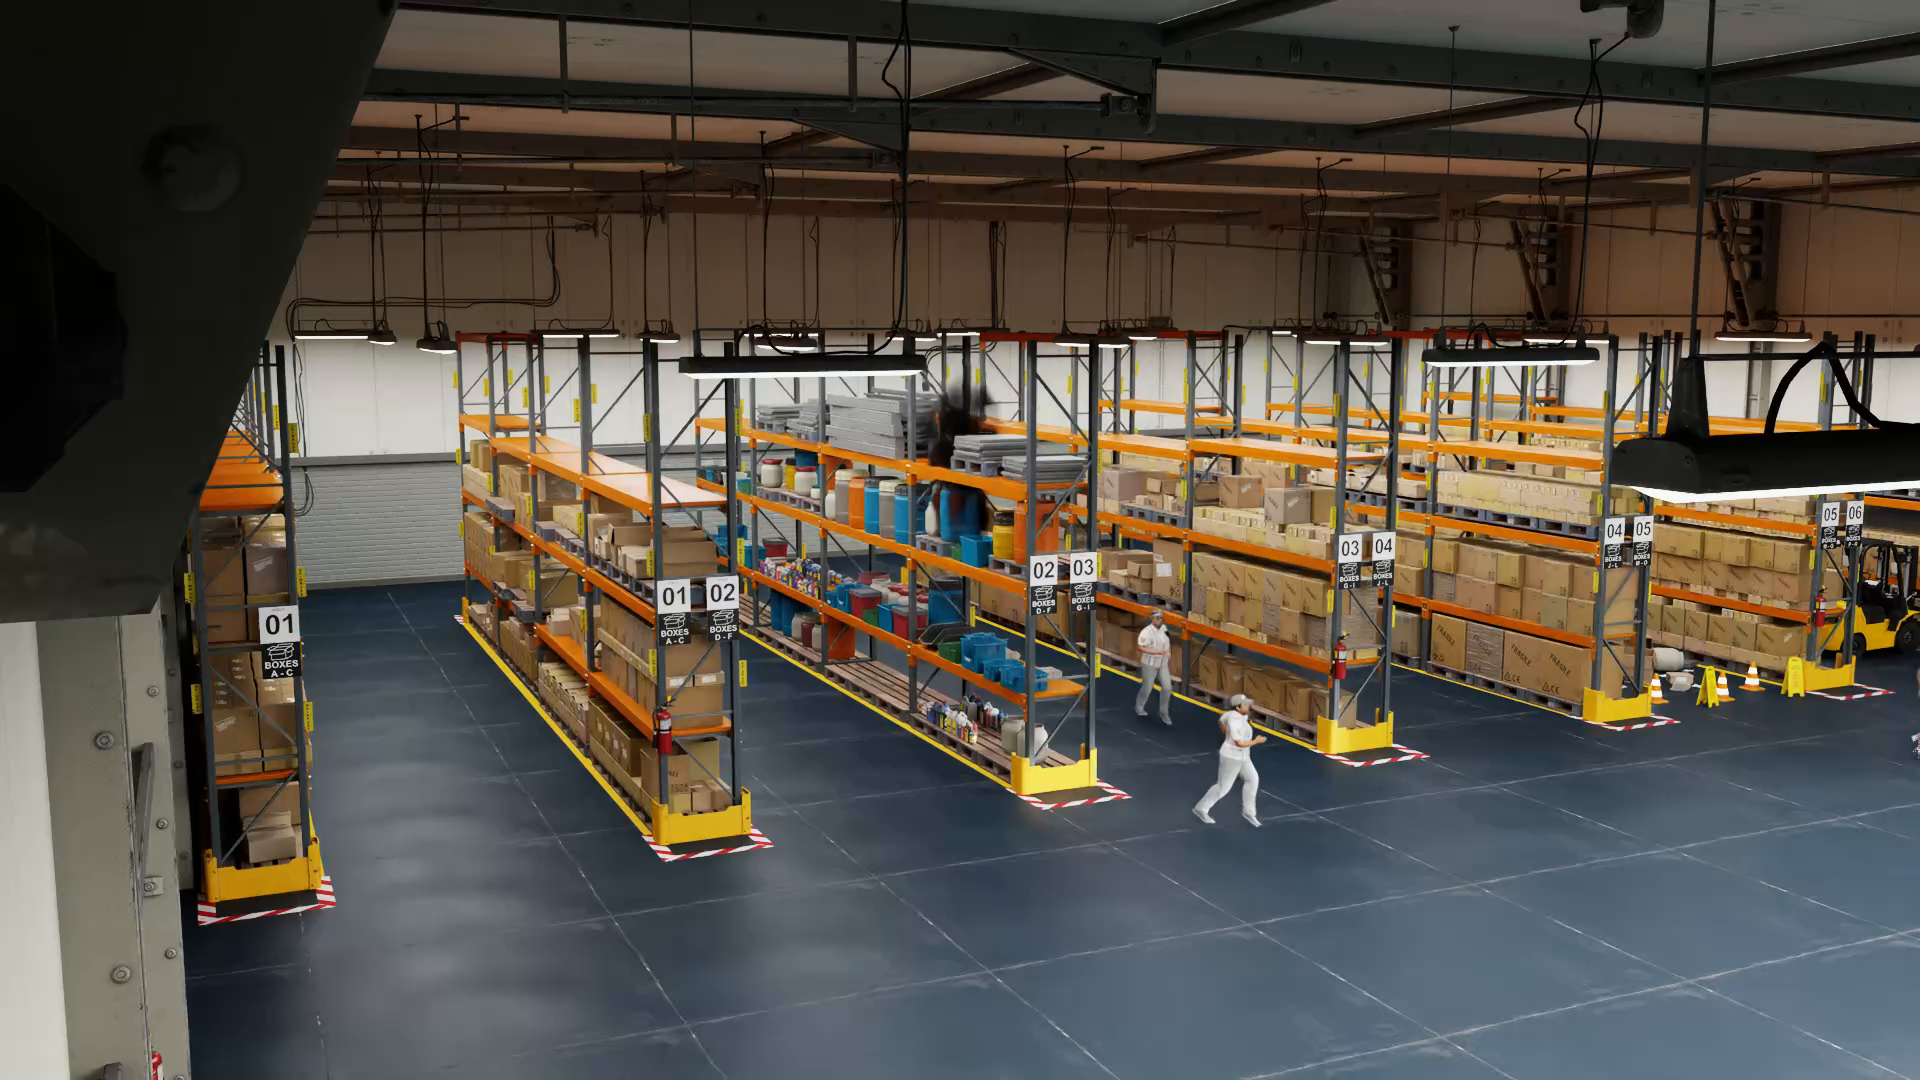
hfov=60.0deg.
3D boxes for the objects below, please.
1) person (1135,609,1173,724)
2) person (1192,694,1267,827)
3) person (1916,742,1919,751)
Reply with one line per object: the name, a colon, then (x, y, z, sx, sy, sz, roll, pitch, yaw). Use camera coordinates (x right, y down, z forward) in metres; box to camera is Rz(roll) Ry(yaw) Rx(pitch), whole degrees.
person: (3.055, 1.979, 26.000, 0.683, 1.871, 0.783, -4, 9, -28)
person: (3.360, 2.743, 20.664, 0.882, 1.716, 0.611, 2, 8, 14)
person: (14.063, 2.329, 23.628, 0.734, 1.726, 0.547, 2, 8, 17)
